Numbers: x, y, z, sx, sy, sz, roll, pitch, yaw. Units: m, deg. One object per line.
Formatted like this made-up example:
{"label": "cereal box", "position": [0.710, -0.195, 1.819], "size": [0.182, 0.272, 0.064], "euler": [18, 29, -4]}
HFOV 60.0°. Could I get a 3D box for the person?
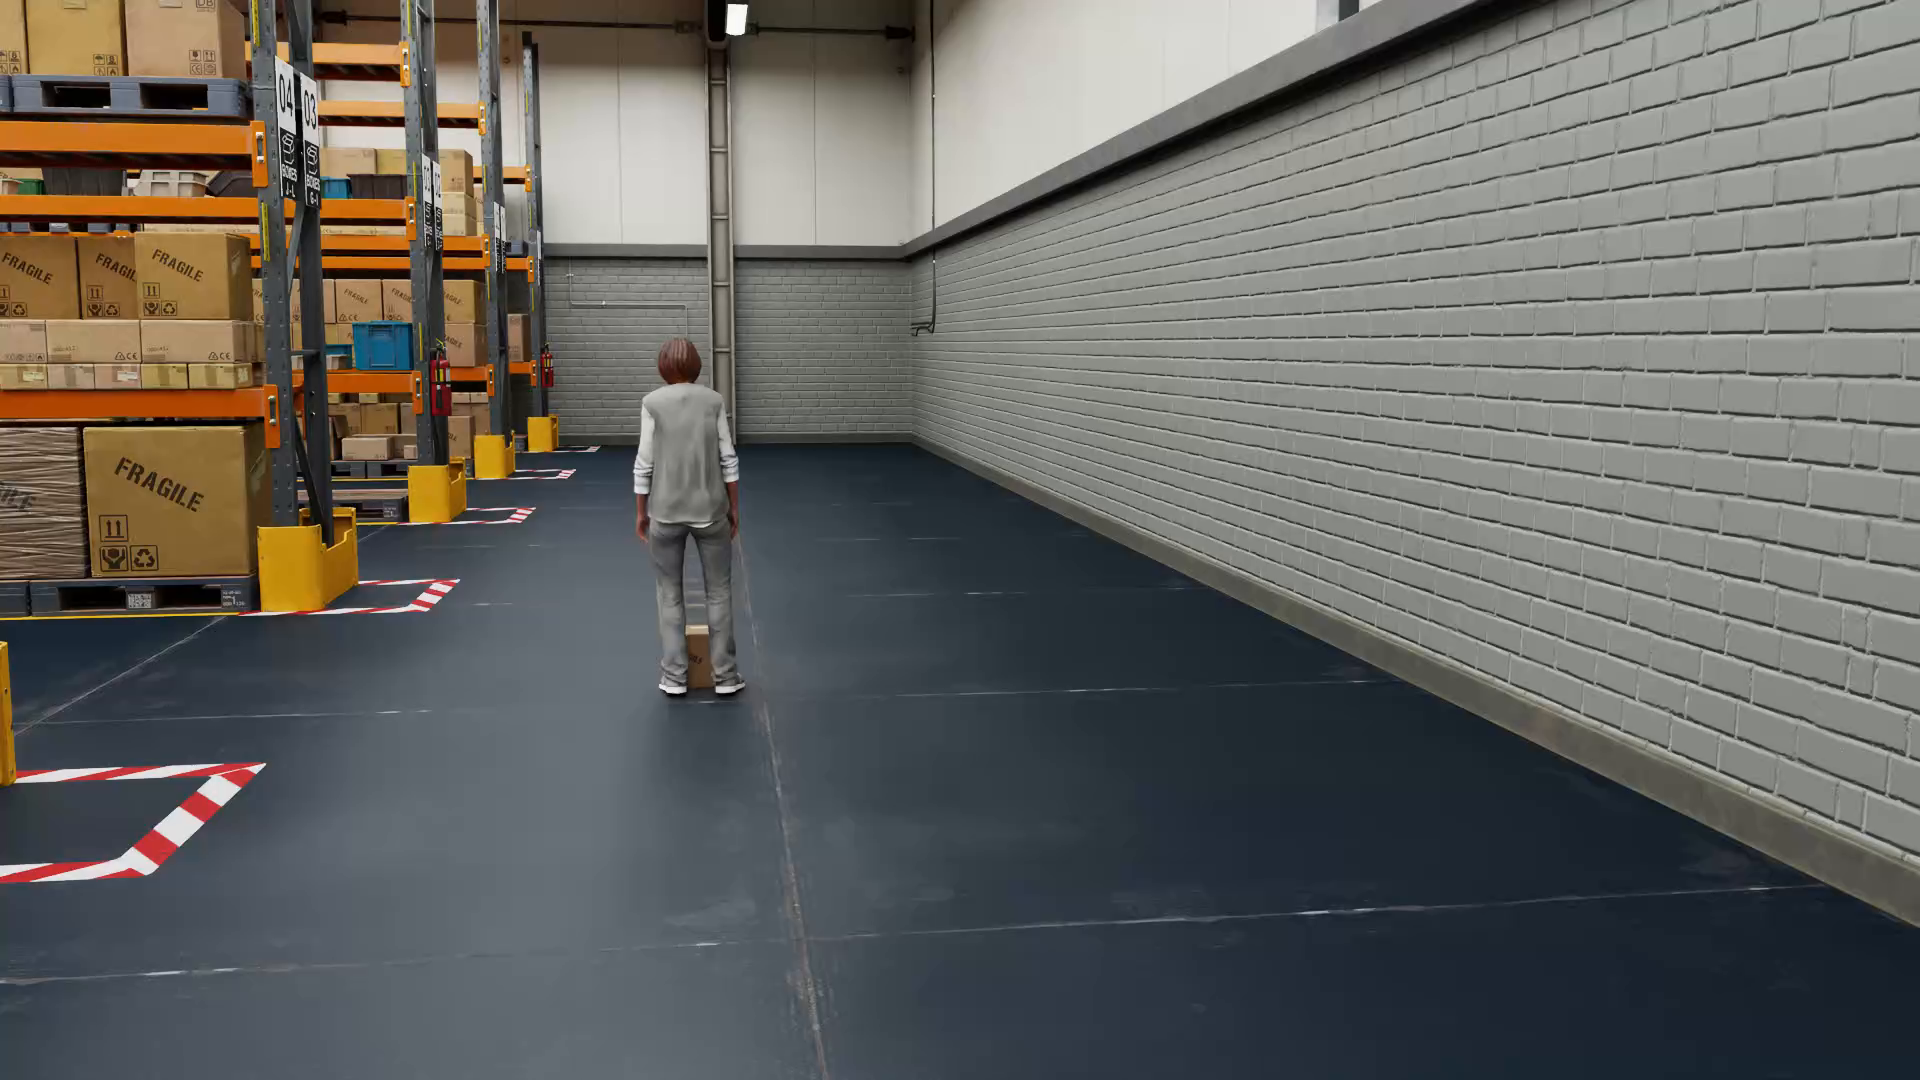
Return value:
{"label": "person", "position": [-1.206, -0.093, 7.398], "size": [0.480, 1.574, 0.378], "euler": [-1, 7, -12]}
